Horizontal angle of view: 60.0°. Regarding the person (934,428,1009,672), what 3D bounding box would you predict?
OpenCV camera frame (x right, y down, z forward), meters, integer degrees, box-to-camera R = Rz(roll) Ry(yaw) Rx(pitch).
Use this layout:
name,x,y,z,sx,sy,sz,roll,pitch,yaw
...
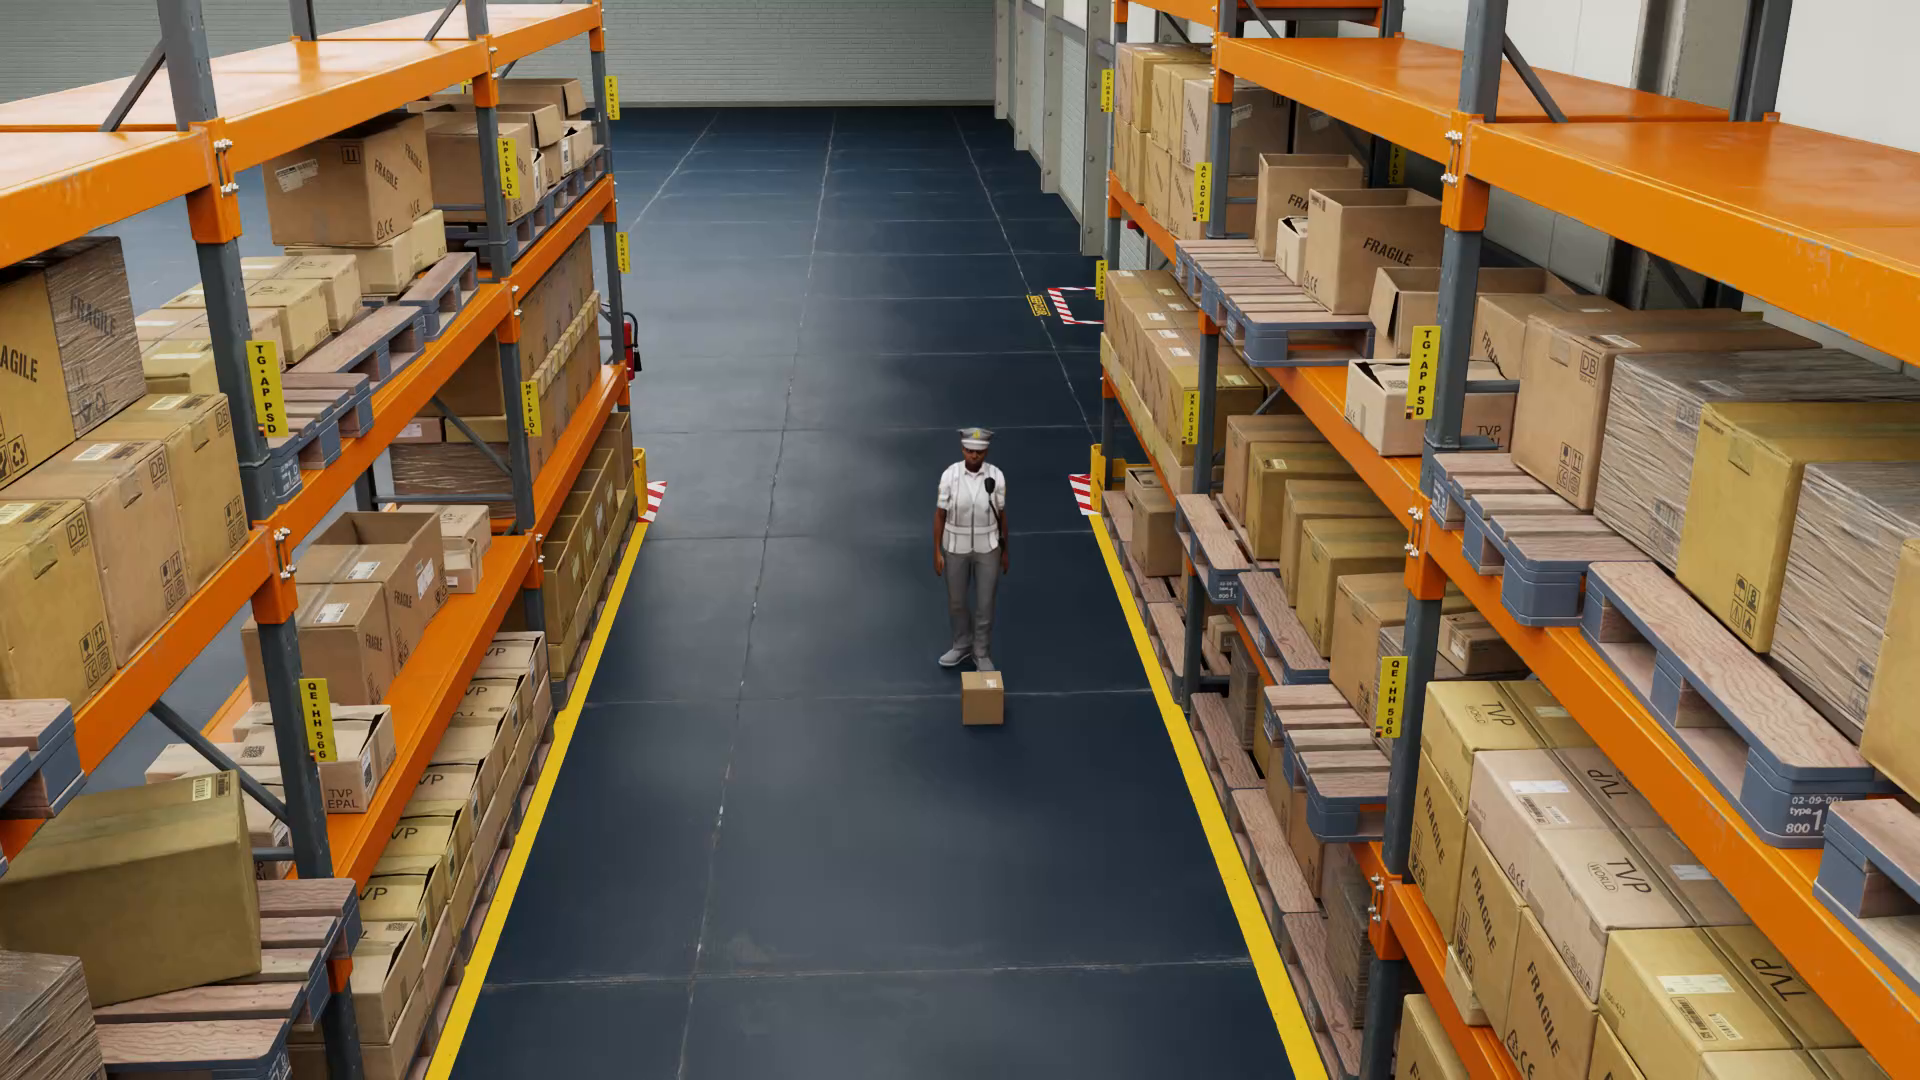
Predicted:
name,x,y,z,sx,sy,sz,roll,pitch,yaw
person,0.076,0.056,10.848,0.496,1.680,0.390,0,21,0
